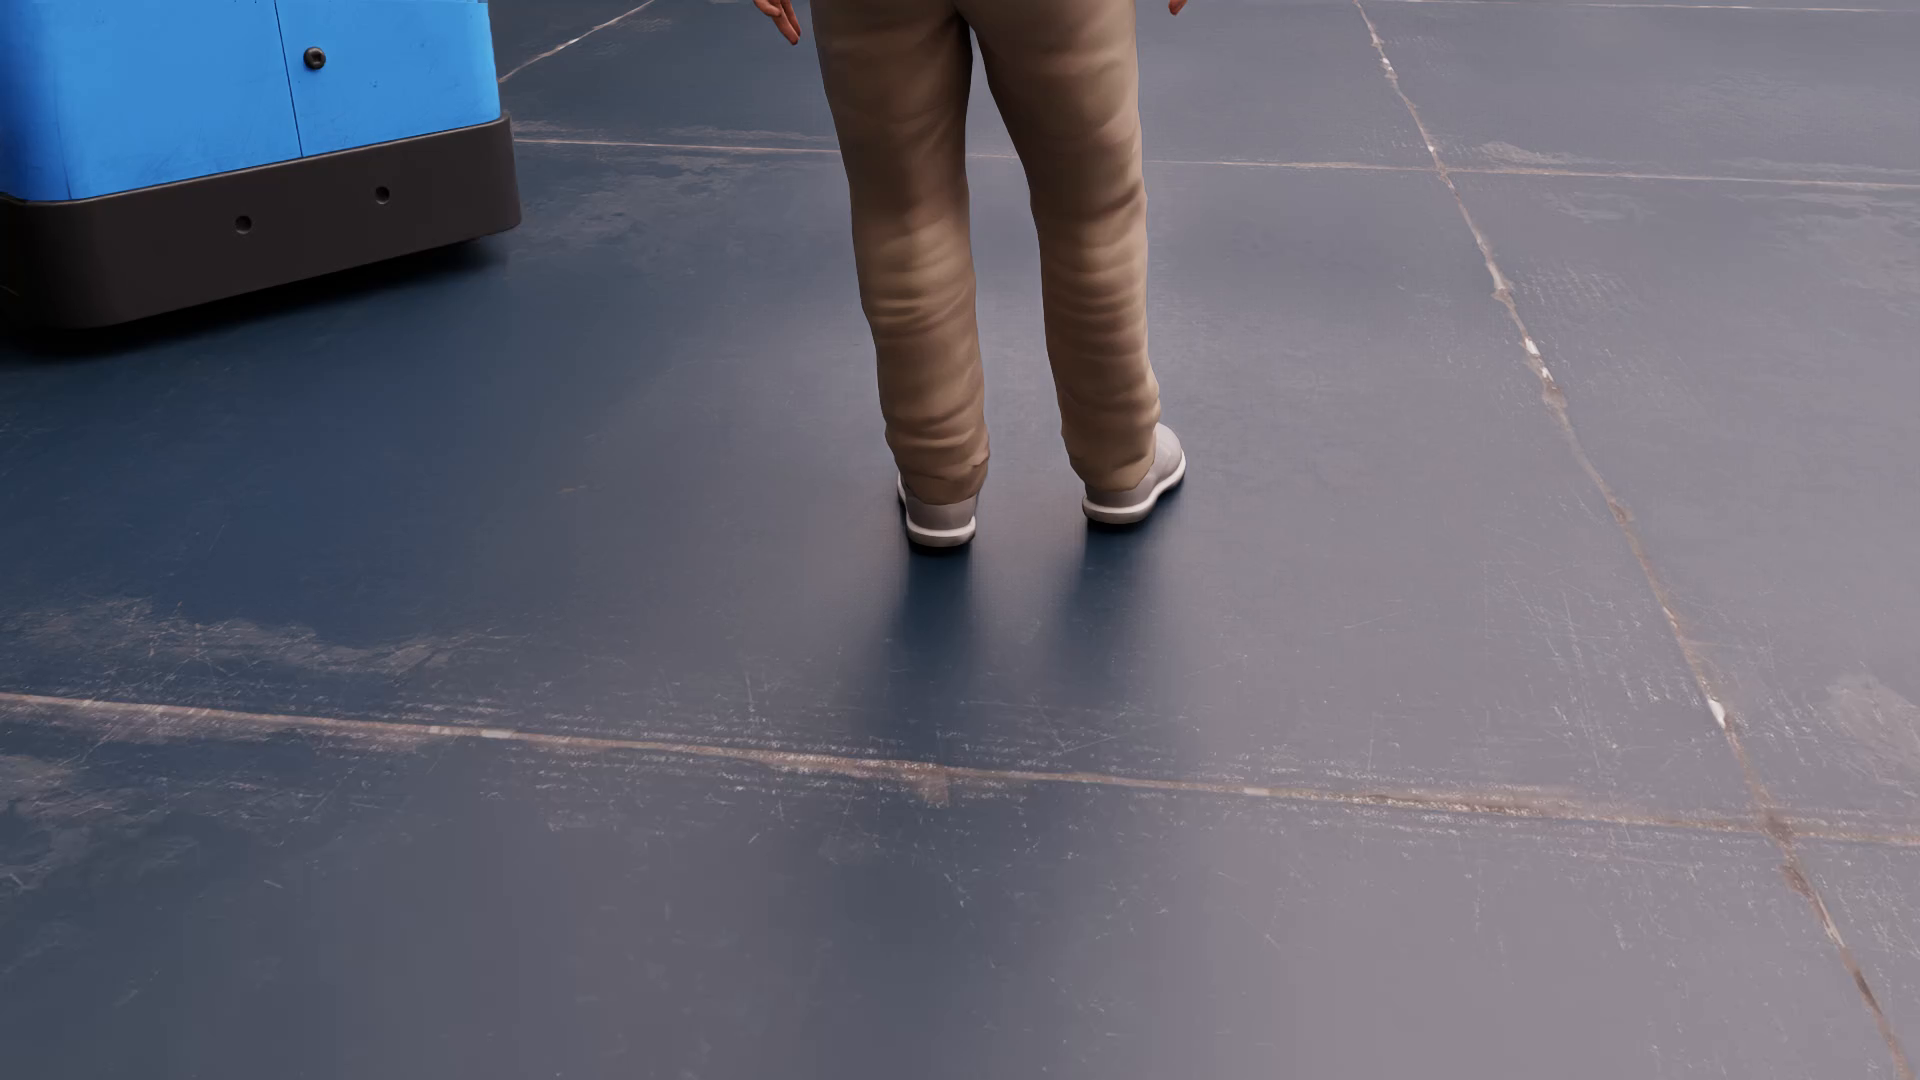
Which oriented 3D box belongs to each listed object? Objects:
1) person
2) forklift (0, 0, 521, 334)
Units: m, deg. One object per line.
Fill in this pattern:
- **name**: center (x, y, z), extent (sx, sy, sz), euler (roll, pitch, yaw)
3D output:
- **person**: center (0.024, -0.819, 2.189), extent (0.640, 1.727, 0.551), euler (3, 27, 7)
- **forklift**: center (-2.426, -2.254, 3.734), extent (3.031, 2.935, 1.130), euler (22, 34, 37)
